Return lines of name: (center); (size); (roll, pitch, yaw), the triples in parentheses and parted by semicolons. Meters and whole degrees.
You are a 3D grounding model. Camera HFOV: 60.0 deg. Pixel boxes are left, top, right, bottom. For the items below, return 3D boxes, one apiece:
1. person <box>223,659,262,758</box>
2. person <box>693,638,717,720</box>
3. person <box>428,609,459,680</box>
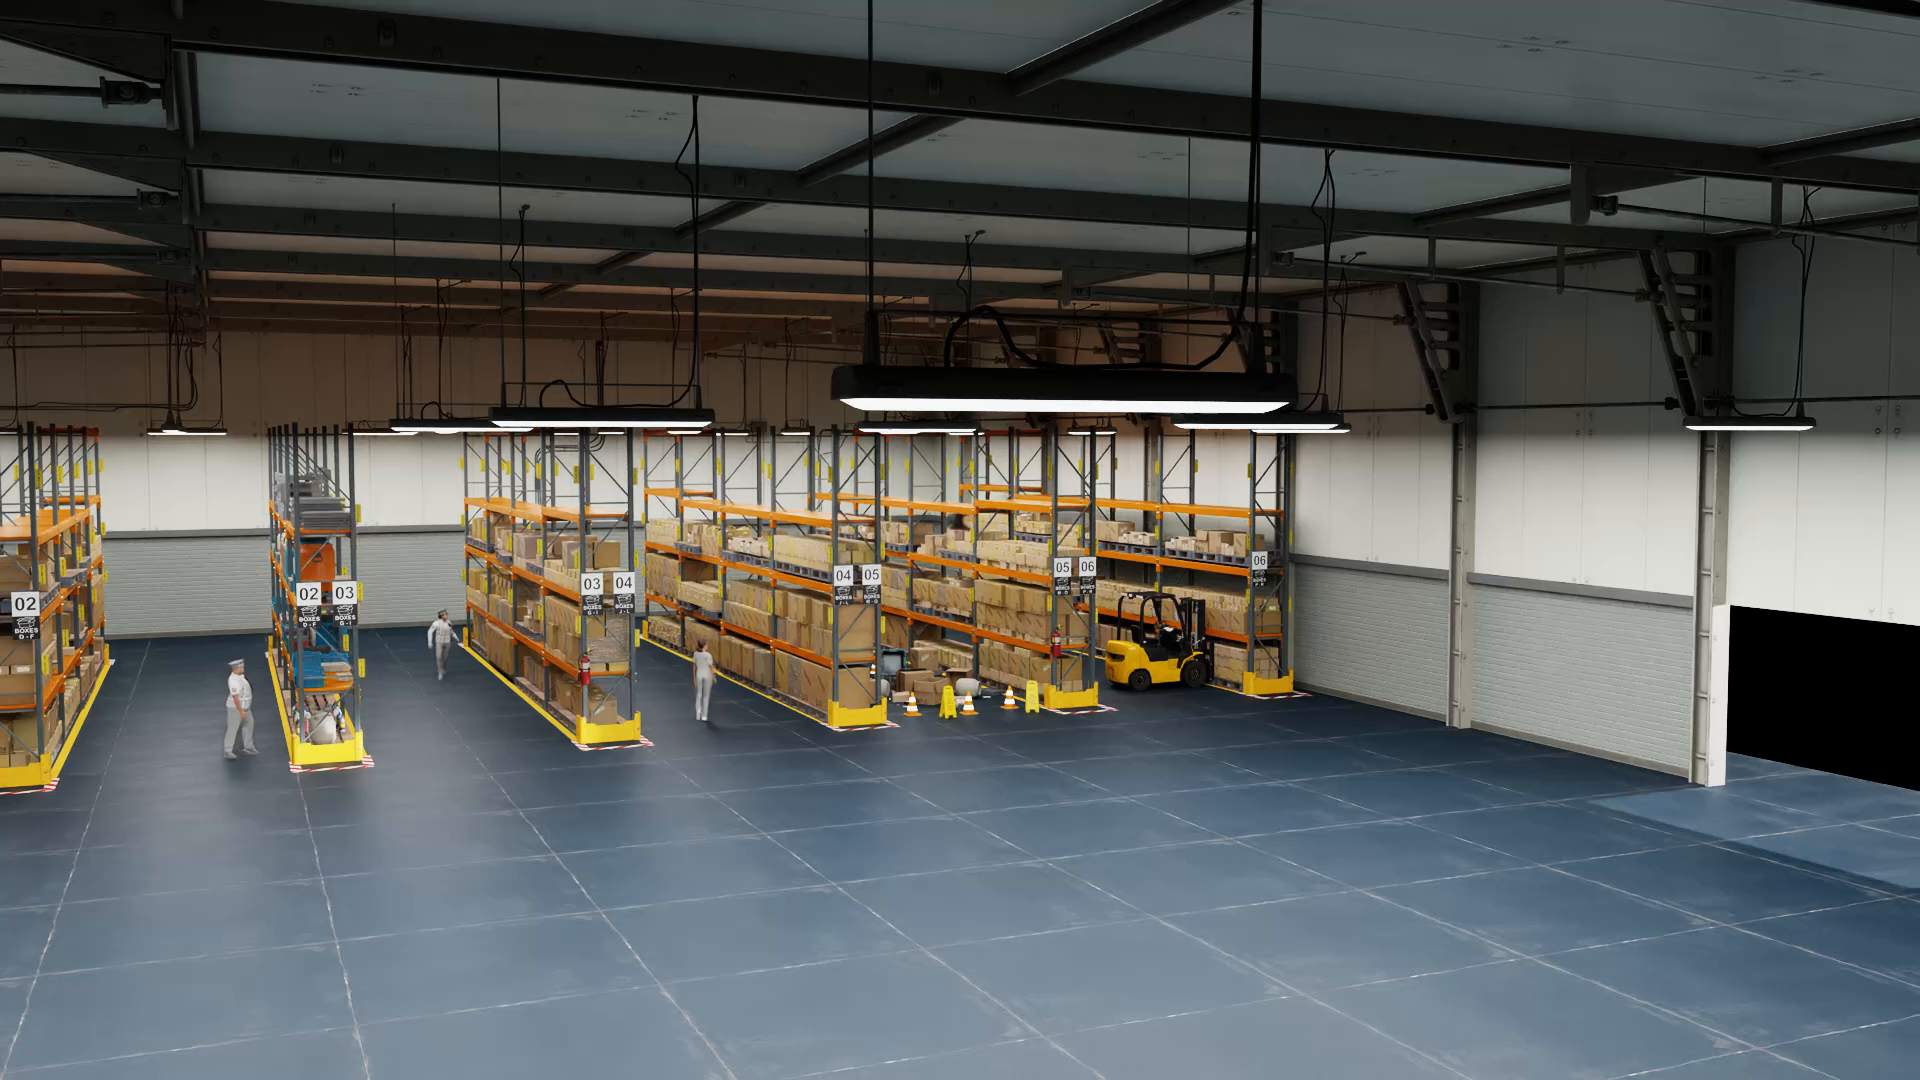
person: (-12.943, 3.037, 29.908); (0.502, 1.814, 0.674); (0, 3, 1)
person: (-5.175, 2.866, 33.729); (0.470, 1.584, 0.444); (0, 4, 7)
person: (-12.382, 2.476, 39.870); (0.694, 1.674, 0.948); (-1, 4, -20)
